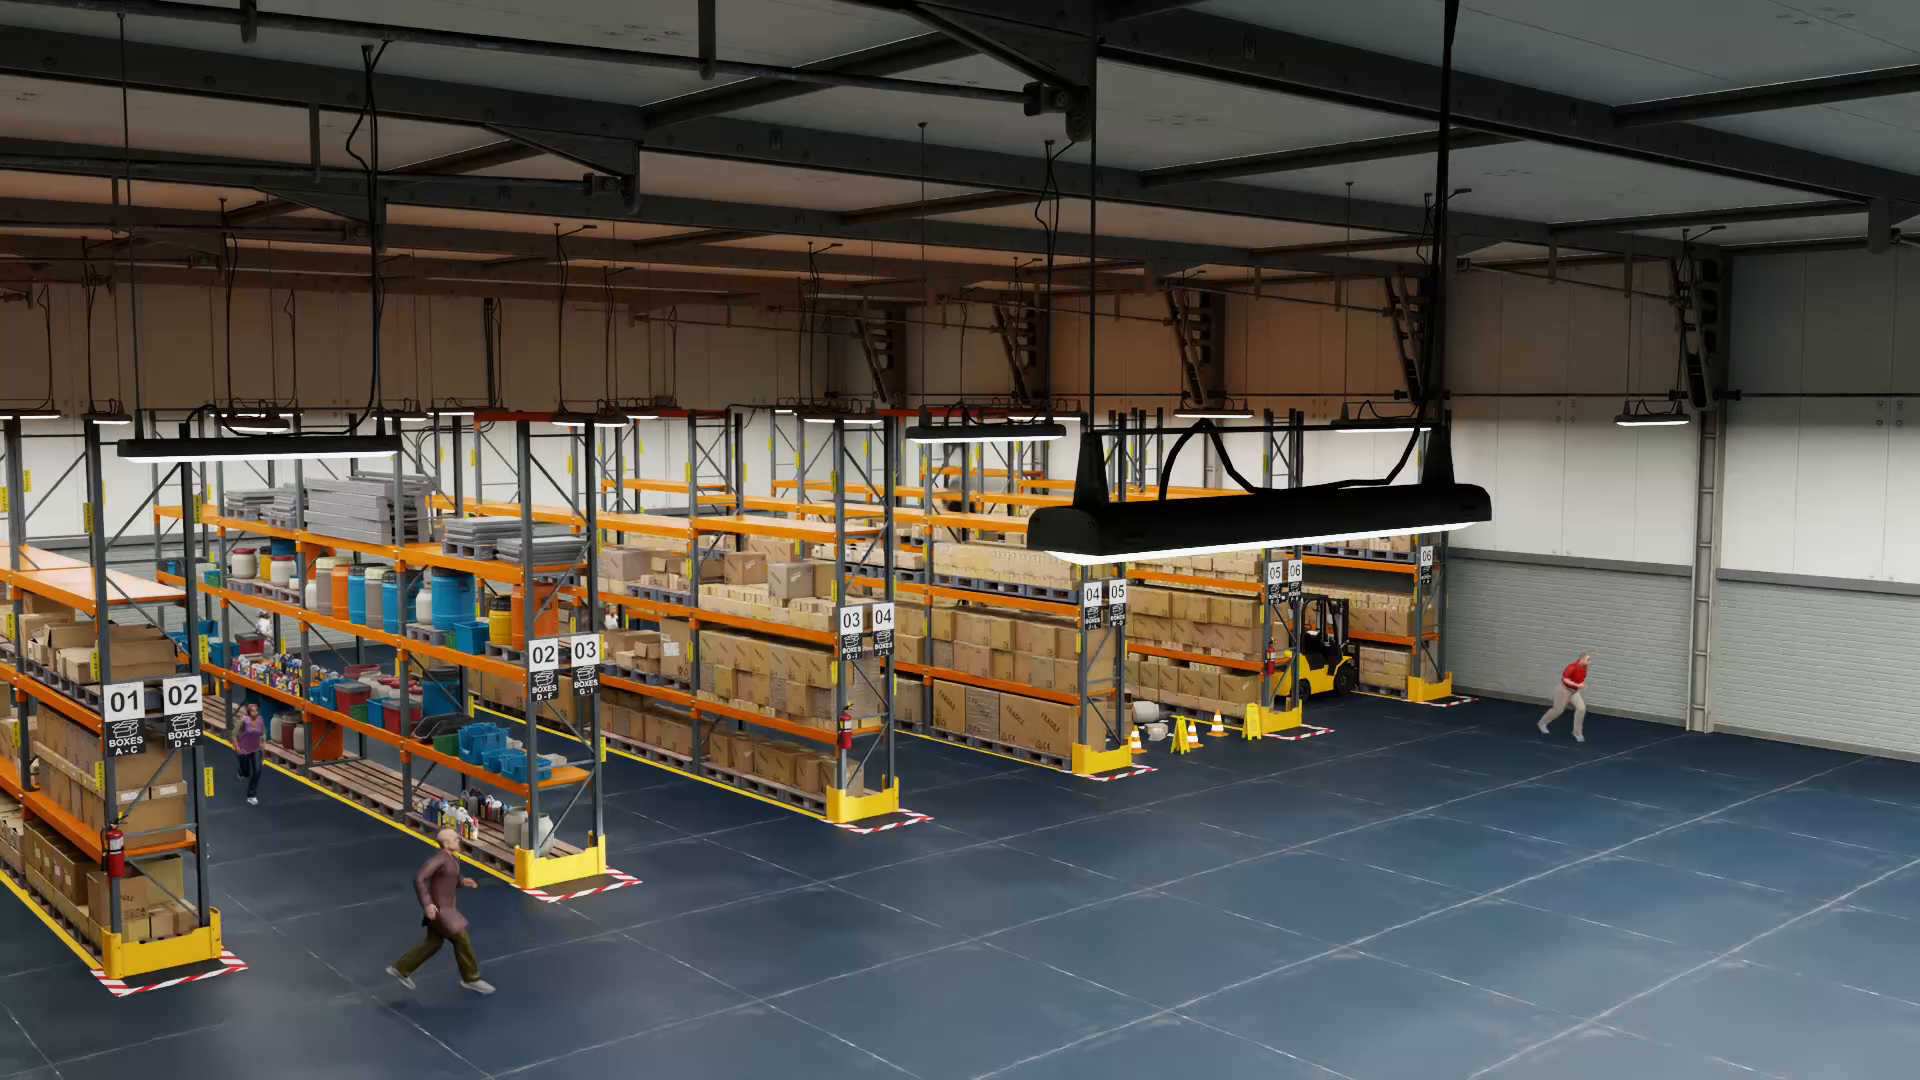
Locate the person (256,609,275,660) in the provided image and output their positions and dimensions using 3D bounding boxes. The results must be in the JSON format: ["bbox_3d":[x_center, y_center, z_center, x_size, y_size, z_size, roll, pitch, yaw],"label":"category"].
[{"bbox_3d":[-15.271,2.292,36.663,0.490,1.661,0.524,-3,6,-28],"label":"person"}]

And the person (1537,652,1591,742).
[{"bbox_3d":[11.132,2.862,30.618,0.707,1.697,1.005,-4,7,-40],"label":"person"}]

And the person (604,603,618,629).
[{"bbox_3d":[-7.777,2.237,37.280,0.604,1.669,0.566,-4,6,-37],"label":"person"}]

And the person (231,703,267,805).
[{"bbox_3d":[-11.088,3.301,25.924,0.551,1.576,0.767,-4,7,-41],"label":"person"}]

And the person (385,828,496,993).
[{"bbox_3d":[-5.466,3.912,17.439,1.105,1.794,0.730,-1,5,-12],"label":"person"}]
